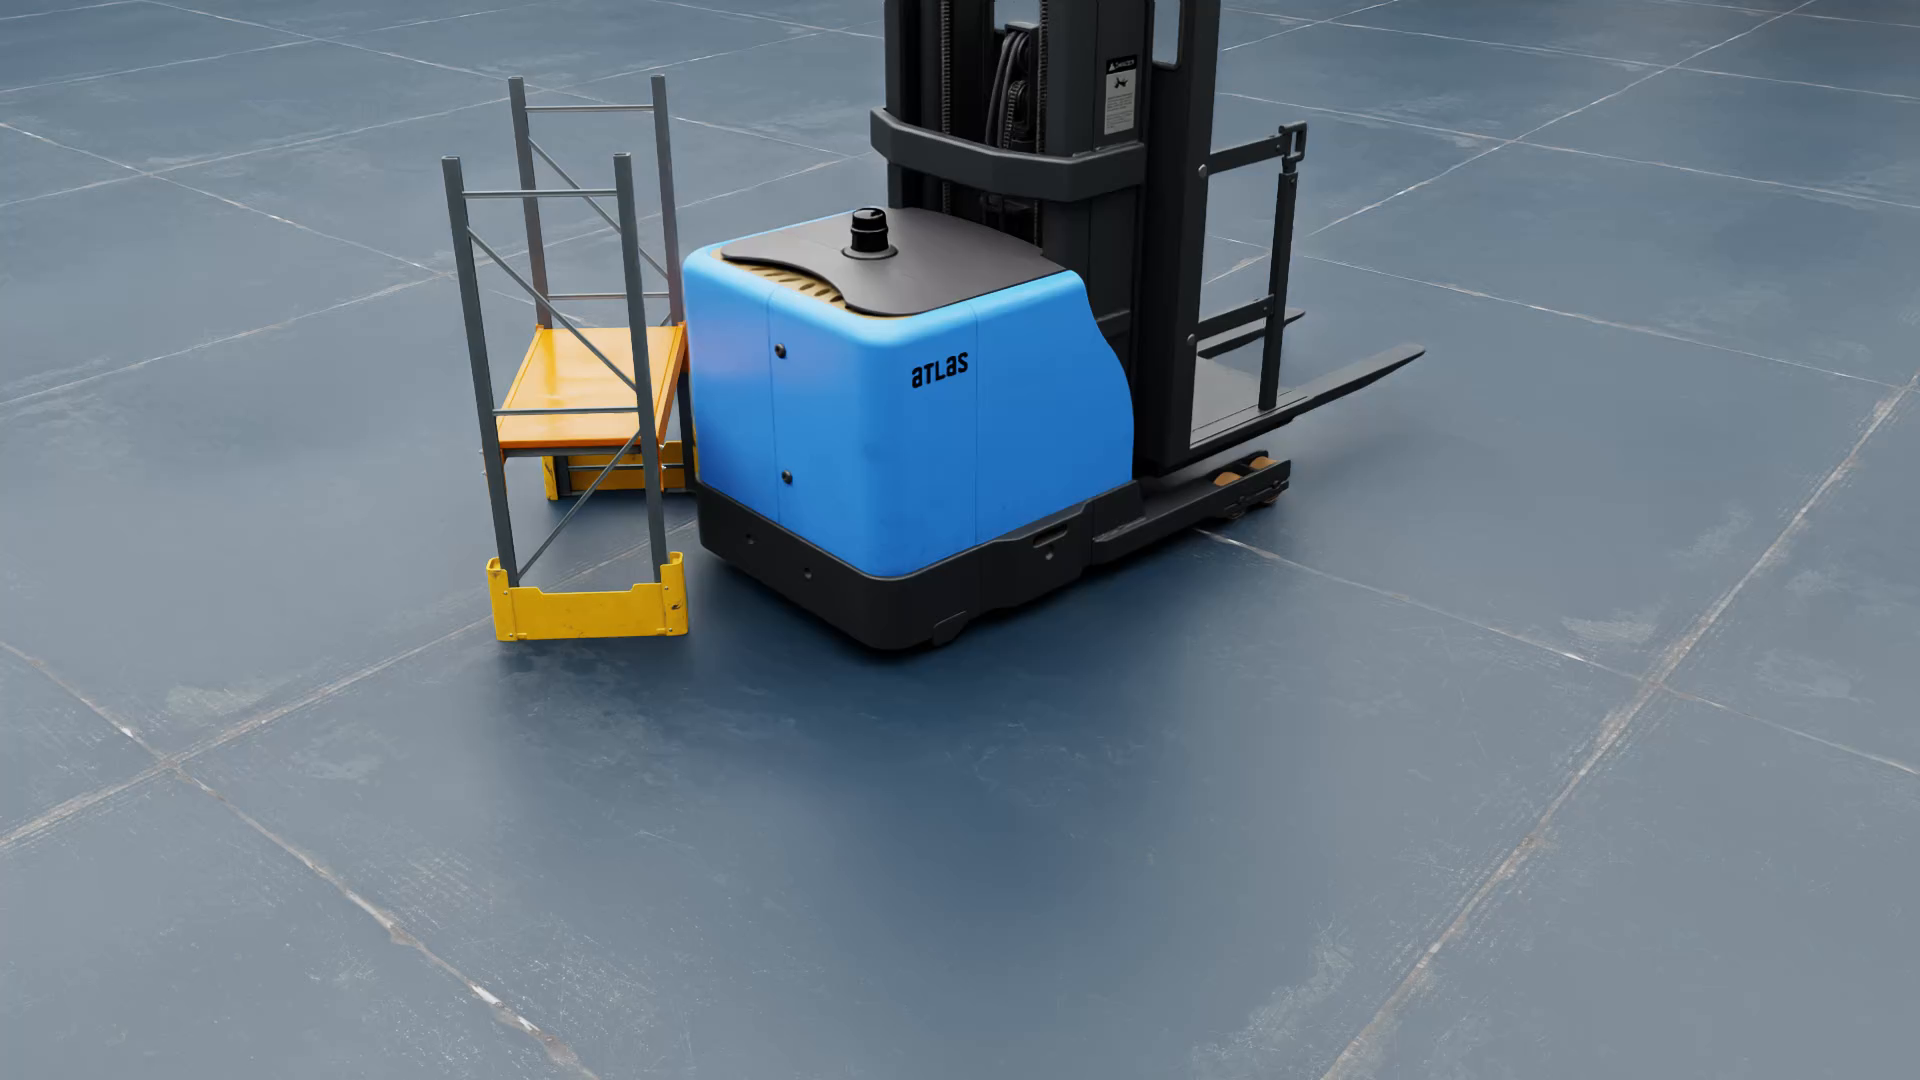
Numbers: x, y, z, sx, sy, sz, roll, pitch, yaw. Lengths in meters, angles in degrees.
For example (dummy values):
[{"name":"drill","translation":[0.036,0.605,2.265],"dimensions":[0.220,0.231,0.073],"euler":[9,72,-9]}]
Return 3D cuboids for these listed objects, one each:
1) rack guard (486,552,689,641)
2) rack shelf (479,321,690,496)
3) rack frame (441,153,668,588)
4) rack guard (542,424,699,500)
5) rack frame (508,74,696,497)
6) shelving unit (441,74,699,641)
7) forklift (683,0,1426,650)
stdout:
[{"name":"rack guard","translation":[-1.146,0.175,5.140],"dimensions":[0.587,0.250,0.087],"euler":[-2,27,-3]},{"name":"rack shelf","translation":[-1.178,-0.445,5.369],"dimensions":[0.538,0.185,1.000],"euler":[-2,27,-3]},{"name":"rack frame","translation":[-1.144,-0.372,4.836],"dimensions":[0.500,1.500,0.032],"euler":[-2,27,-3]},{"name":"rack guard","translation":[-1.211,-0.282,6.023],"dimensions":[0.587,0.250,0.087],"euler":[-2,27,-3]},{"name":"rack frame","translation":[-1.211,-0.838,5.737],"dimensions":[0.500,1.500,0.032],"euler":[-2,27,-3]},{"name":"shelving unit","translation":[-1.178,-0.609,5.295],"dimensions":[0.587,1.500,1.083],"euler":[-2,27,-3]},{"name":"forklift","translation":[0.556,-1.534,5.525],"dimensions":[3.031,2.935,1.130],"euler":[-23,35,-37]}]
